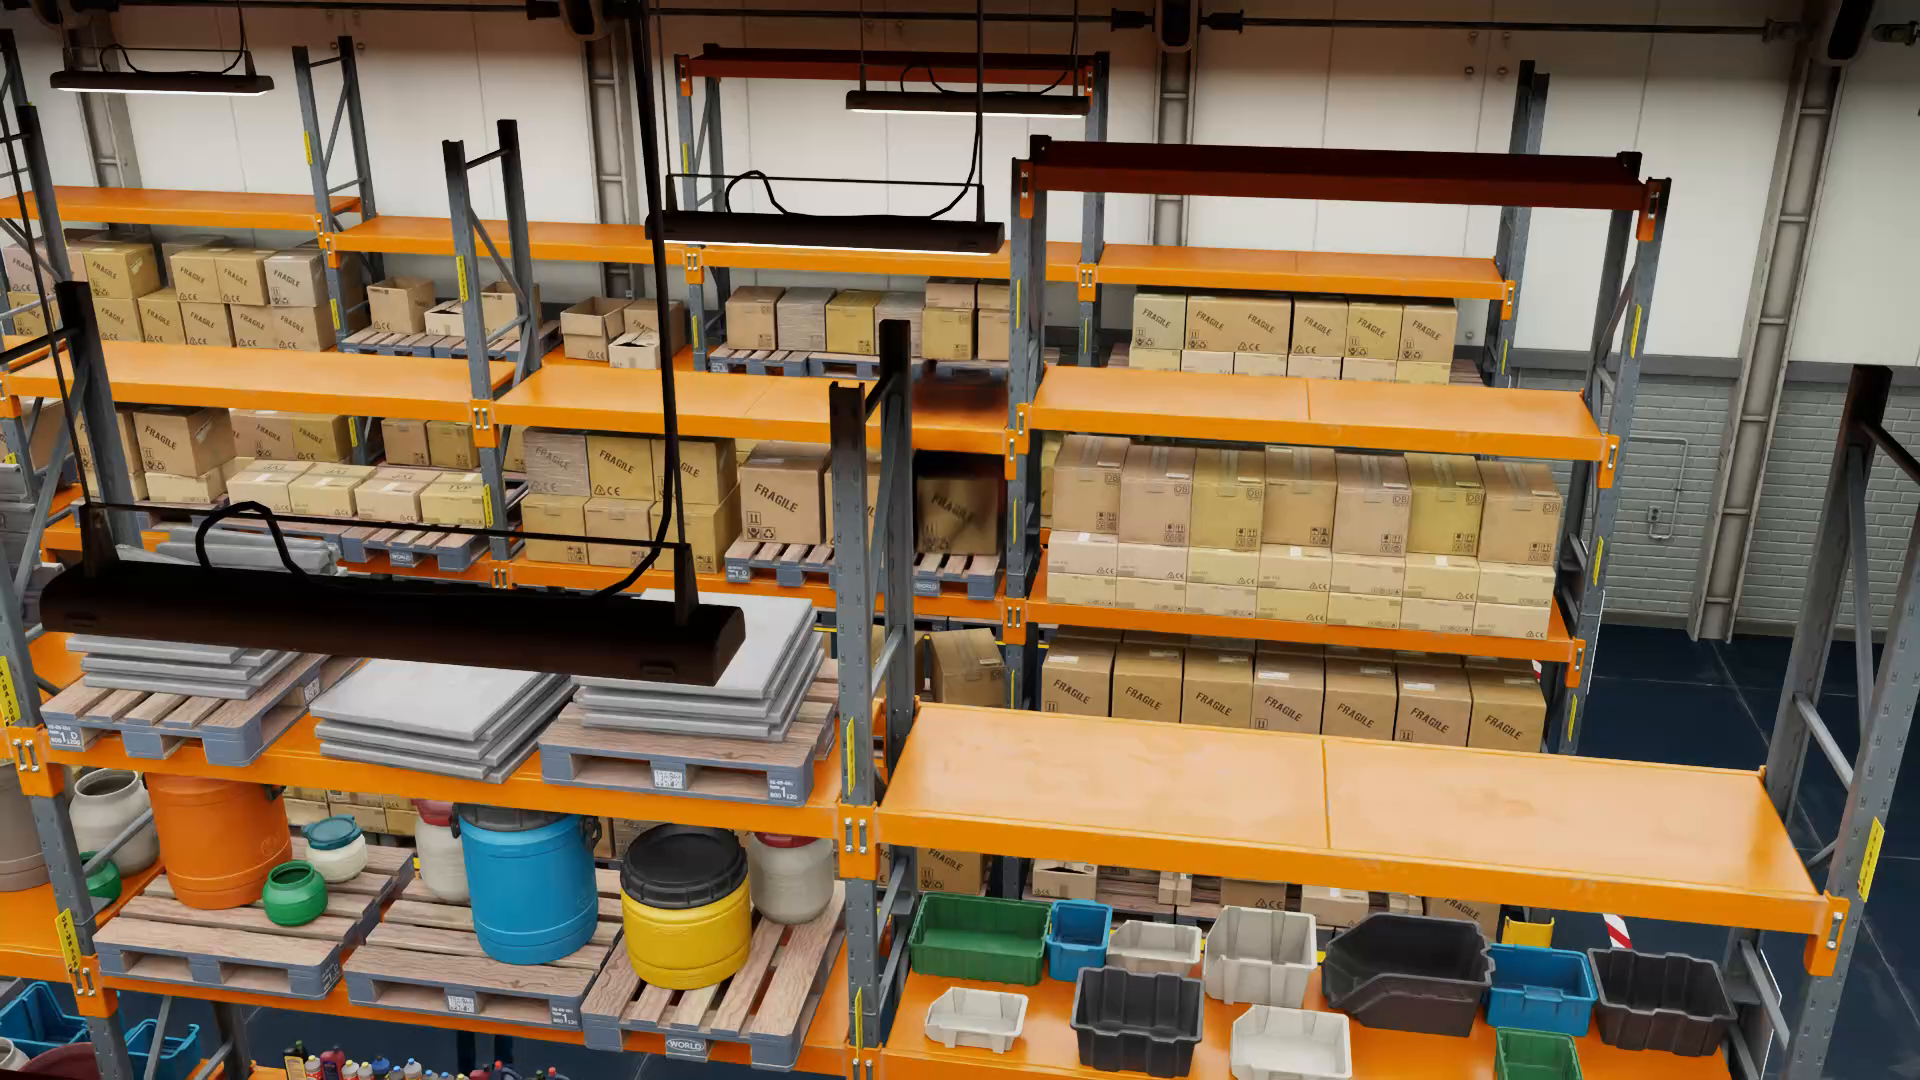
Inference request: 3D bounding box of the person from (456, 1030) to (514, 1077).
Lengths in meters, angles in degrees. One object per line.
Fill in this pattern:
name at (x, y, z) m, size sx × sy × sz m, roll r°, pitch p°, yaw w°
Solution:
person at (-3.218, 3.008, 11.087) m, size 0.490 × 1.603 × 0.351 m, roll 2°, pitch 23°, yaw 6°
